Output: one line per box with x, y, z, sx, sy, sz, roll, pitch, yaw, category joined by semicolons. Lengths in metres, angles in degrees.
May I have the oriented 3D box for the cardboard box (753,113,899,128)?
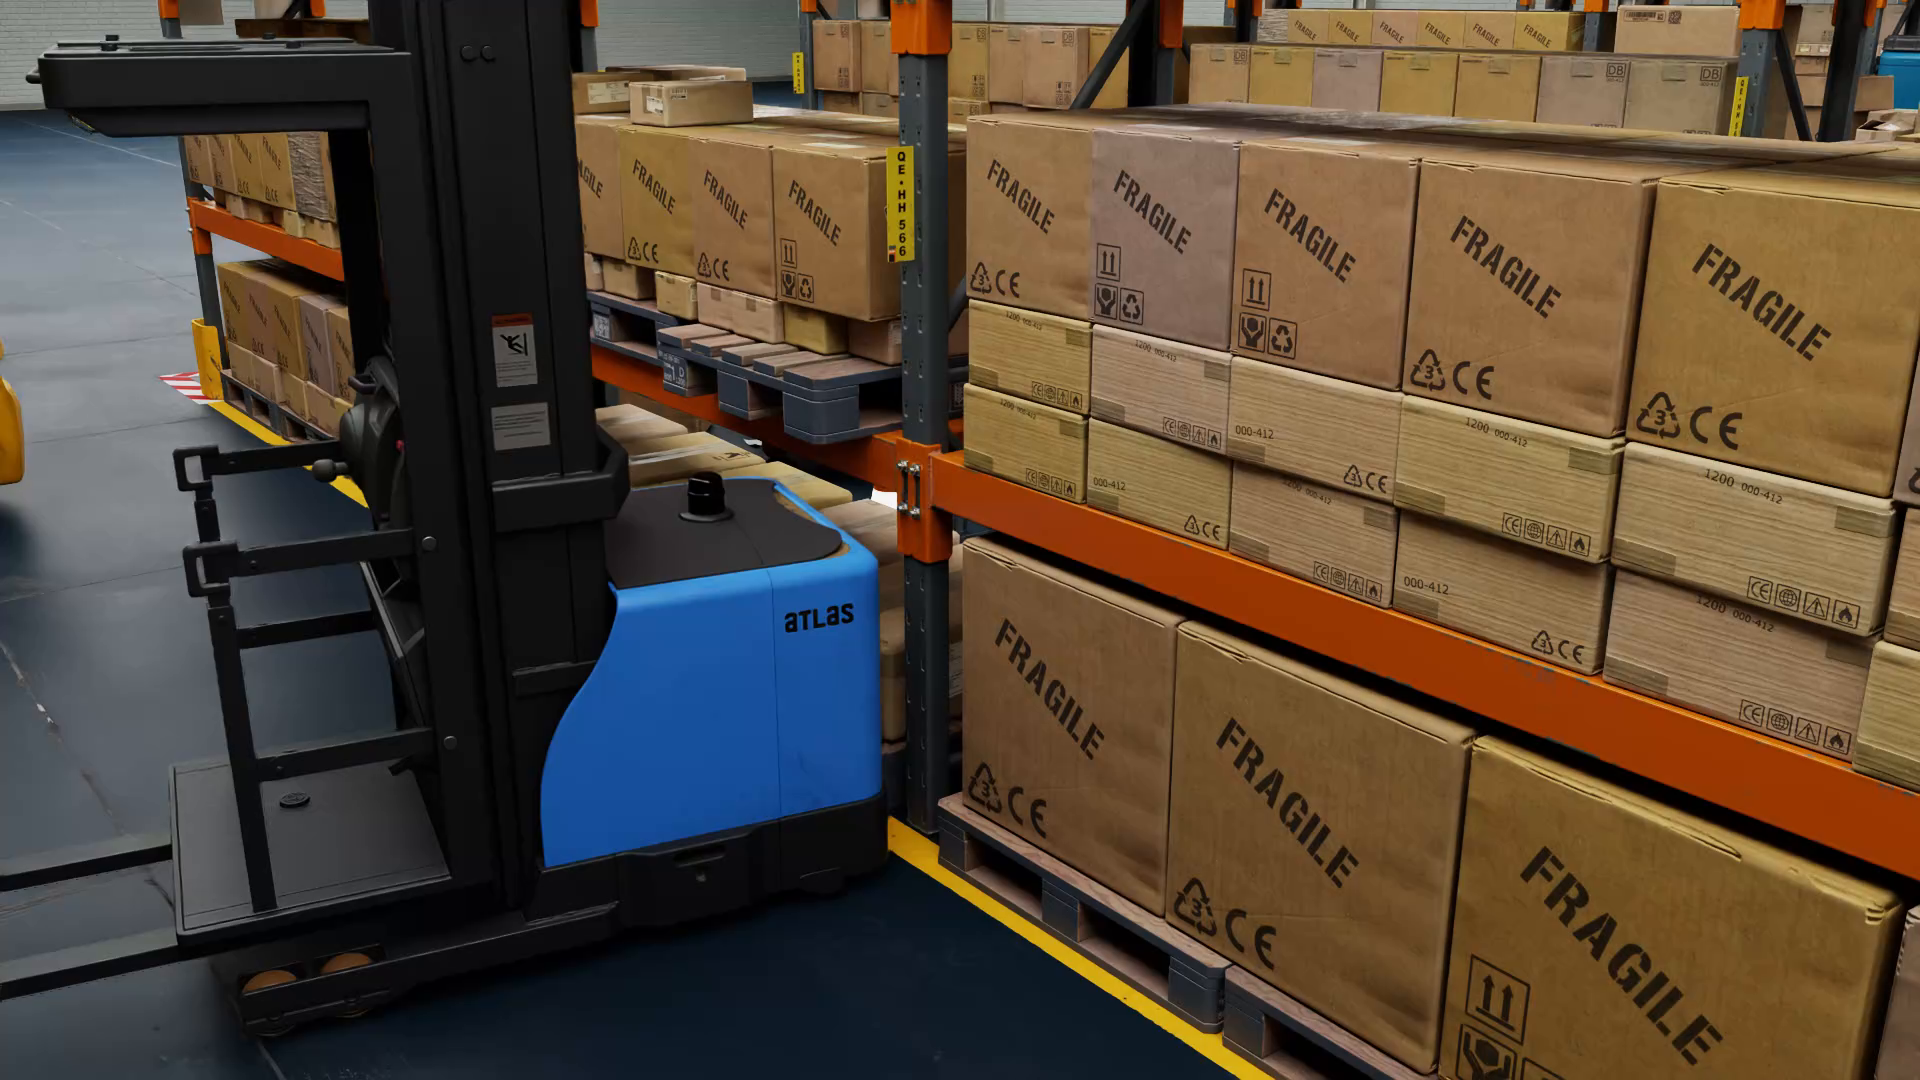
-0.511;-1.364;6.410;0.500;0.500;0.500;-14;23;-35;cardboard box

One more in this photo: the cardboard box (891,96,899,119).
-0.024;-3.220;13.078;0.875;0.550;0.550;-14;23;-36;cardboard box

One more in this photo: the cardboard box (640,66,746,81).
-1.142;-1.945;7.132;0.380;0.149;0.250;-15;24;-38;cardboard box

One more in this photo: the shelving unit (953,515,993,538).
0.005;-0.425;8.215;0.258;0.900;0.210;-14;23;-36;shelving unit

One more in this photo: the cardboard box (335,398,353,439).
-3.148;-0.665;9.307;0.500;0.250;0.500;-15;23;-38;cardboard box

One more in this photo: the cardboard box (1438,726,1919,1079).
1.720;0.873;3.665;0.875;0.875;0.875;-13;22;-35;cardboard box

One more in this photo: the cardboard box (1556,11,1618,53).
5.456;-4.307;14.375;0.500;0.500;0.500;-14;23;-36;cardboard box

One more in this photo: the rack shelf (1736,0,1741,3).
12.062;-6.991;21.076;1.077;0.370;4.000;-14;23;-36;rack shelf

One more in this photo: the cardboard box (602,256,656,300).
-1.161;-1.045;6.477;0.380;0.149;0.250;-15;23;-38;cardboard box

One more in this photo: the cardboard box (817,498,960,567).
-0.556;0.163;6.610;0.950;0.372;0.625;-15;23;-37;cardboard box

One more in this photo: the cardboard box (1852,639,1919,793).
1.943;0.306;2.904;0.500;0.250;0.500;-14;23;-37;cardboard box

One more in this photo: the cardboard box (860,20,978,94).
-0.284;-3.893;13.391;0.875;0.550;0.550;-14;23;-36;cardboard box

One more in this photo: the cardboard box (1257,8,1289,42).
3.181;-4.943;16.297;0.500;0.500;0.500;-14;23;-36;cardboard box

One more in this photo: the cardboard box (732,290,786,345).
-0.551;-0.784;5.688;0.380;0.149;0.250;-14;23;-37;cardboard box

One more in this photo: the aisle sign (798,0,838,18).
-1.177;-4.719;13.705;0.394;0.787;0.004;-14;23;-36;aisle sign

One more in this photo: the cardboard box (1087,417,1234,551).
0.691;-0.199;4.431;0.500;0.250;0.500;-15;23;-38;cardboard box

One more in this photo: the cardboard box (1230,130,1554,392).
0.991;-0.665;3.850;0.500;0.500;0.500;-13;22;-35;cardboard box

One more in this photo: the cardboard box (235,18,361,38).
-4.227;-3.115;10.774;0.700;0.500;0.500;-15;23;-37;cardboard box

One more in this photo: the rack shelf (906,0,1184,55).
1.493;-1.153;3.445;1.077;0.370;4.000;-14;23;-36;rack shelf

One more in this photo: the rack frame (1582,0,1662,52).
5.536;-3.483;14.110;1.000;3.000;0.127;-14;23;-36;rack frame

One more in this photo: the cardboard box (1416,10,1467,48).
4.420;-4.450;14.807;0.500;0.500;0.500;-14;23;-36;cardboard box

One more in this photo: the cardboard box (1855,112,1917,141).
6.773;-2.991;12.170;0.396;0.266;0.258;-15;23;-38;cardboard box

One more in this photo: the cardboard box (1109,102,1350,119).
0.777;-1.009;4.888;0.500;0.500;0.500;-15;23;-38;cardboard box

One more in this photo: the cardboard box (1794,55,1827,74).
11.430;-6.203;22.164;0.700;0.500;0.500;-13;22;-35;cardboard box

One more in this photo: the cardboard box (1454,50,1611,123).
3.163;-2.439;9.208;0.700;0.500;0.500;-14;23;-37;cardboard box

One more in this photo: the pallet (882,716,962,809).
-0.233;0.568;6.313;1.003;0.211;1.213;-14;23;-36;pallet

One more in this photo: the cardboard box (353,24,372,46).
-2.926;-2.622;9.287;0.700;0.500;0.500;-15;23;-37;cardboard box

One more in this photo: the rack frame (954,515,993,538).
0.068;-0.400;8.139;0.240;0.900;0.006;-14;23;-36;rack frame

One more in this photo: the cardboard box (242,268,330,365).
-4.088;-1.398;10.326;0.500;0.500;0.500;-15;24;-38;cardboard box

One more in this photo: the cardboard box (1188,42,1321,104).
1.898;-2.941;10.722;0.700;0.500;0.500;-14;23;-37;cardboard box

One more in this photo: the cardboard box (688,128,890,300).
-0.578;-1.134;5.716;0.500;0.500;0.500;-14;23;-37;cardboard box

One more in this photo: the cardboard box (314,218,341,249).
-3.304;-1.699;9.122;0.380;0.149;0.250;-14;23;-37;cardboard box

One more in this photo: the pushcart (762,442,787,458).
-0.476;-0.761;10.062;0.936;0.377;1.648;11;21;30;pushcart

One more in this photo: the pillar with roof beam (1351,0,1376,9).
4.989;-12.330;31.283;9.100;9.000;0.400;-14;23;-36;pillar with roof beam

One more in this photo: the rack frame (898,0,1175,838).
0.251;-0.563;5.292;1.000;3.000;0.127;-14;23;-36;rack frame

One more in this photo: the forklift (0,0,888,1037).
-1.781;-0.268;4.510;3.031;2.935;1.130;-8;20;-24;forklift

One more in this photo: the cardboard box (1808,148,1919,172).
2.040;-0.508;3.376;0.500;0.500;0.500;-15;23;-37;cardboard box

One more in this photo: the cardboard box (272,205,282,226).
-3.878;-1.968;9.935;0.380;0.149;0.250;-13;22;-34;cardboard box

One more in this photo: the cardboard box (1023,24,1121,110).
0.951;-3.334;11.704;0.875;0.550;0.550;-14;23;-36;cardboard box

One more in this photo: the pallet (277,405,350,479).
-3.439;-0.685;10.094;1.003;0.211;1.213;-14;23;-36;pallet

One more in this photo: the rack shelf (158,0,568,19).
-3.474;-3.124;9.398;1.077;0.370;4.000;-14;23;-36;rack shelf

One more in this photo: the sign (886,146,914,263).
-0.168;-0.967;4.795;0.100;0.325;0.005;-14;23;-36;sign

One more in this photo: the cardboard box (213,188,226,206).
-4.667;-2.291;10.910;0.380;0.149;0.250;-14;23;-36;cardboard box

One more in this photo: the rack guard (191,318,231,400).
-4.669;-1.329;11.582;1.175;0.500;0.348;-14;23;-36;rack guard

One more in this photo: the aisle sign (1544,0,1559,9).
7.123;-6.745;19.826;0.394;0.787;0.004;-14;23;-36;aisle sign

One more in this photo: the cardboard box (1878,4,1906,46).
12.089;-6.558;21.173;0.700;0.500;0.500;-14;23;-36;cardboard box

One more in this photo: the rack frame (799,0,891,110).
-0.898;-3.526;14.238;1.000;3.000;0.127;-14;23;-36;rack frame

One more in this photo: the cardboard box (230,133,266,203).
-3.998;-2.300;9.905;0.500;0.500;0.500;-15;23;-37;cardboard box

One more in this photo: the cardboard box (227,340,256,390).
-4.432;-1.176;10.848;0.500;0.250;0.500;-14;23;-37;cardboard box

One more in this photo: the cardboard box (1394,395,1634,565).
1.297;-0.176;3.566;0.500;0.250;0.500;-13;23;-35;cardboard box
